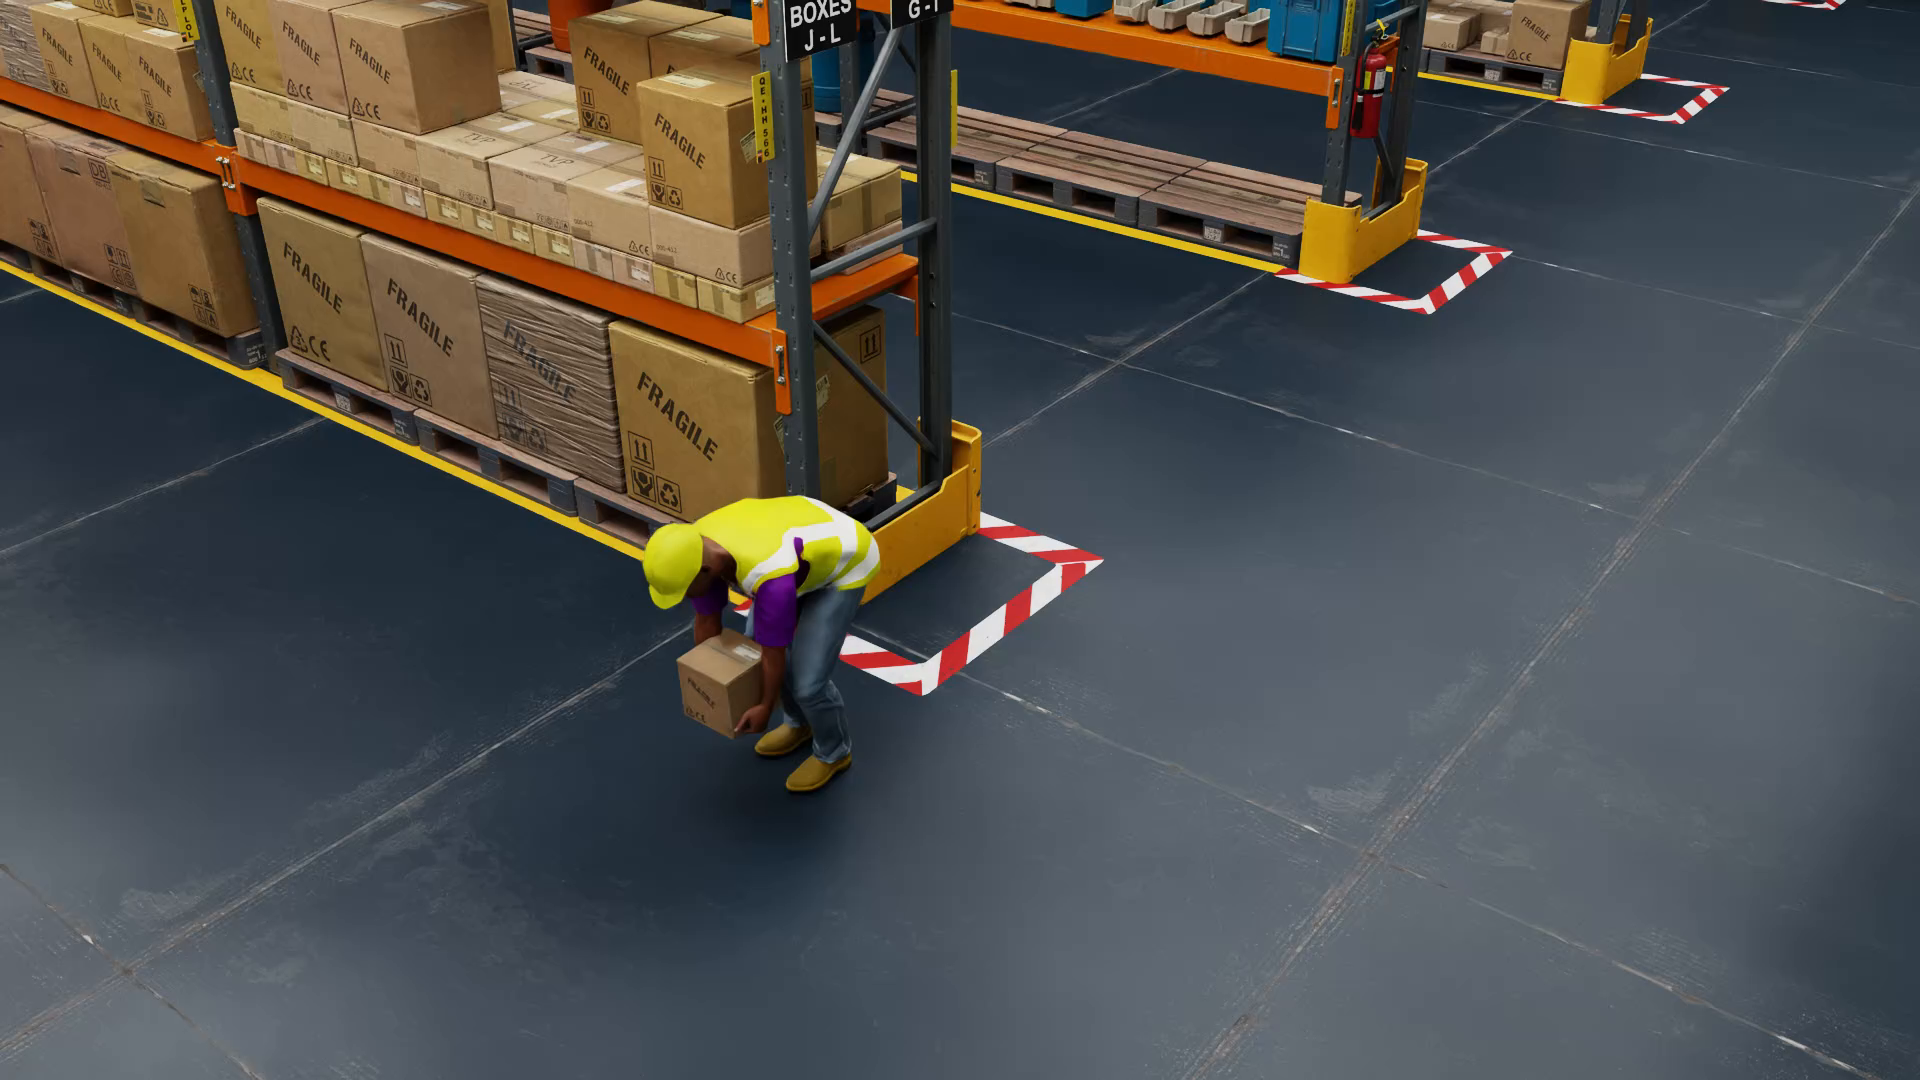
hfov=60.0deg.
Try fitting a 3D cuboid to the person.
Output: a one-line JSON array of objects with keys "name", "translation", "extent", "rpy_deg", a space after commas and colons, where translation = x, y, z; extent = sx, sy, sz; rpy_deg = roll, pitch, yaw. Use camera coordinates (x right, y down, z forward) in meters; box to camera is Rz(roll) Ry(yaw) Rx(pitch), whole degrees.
[{"name": "person", "translation": [-0.698, 0.370, 5.980], "extent": [0.938, 1.258, 0.501], "rpy_deg": [-26, 40, -37]}]
